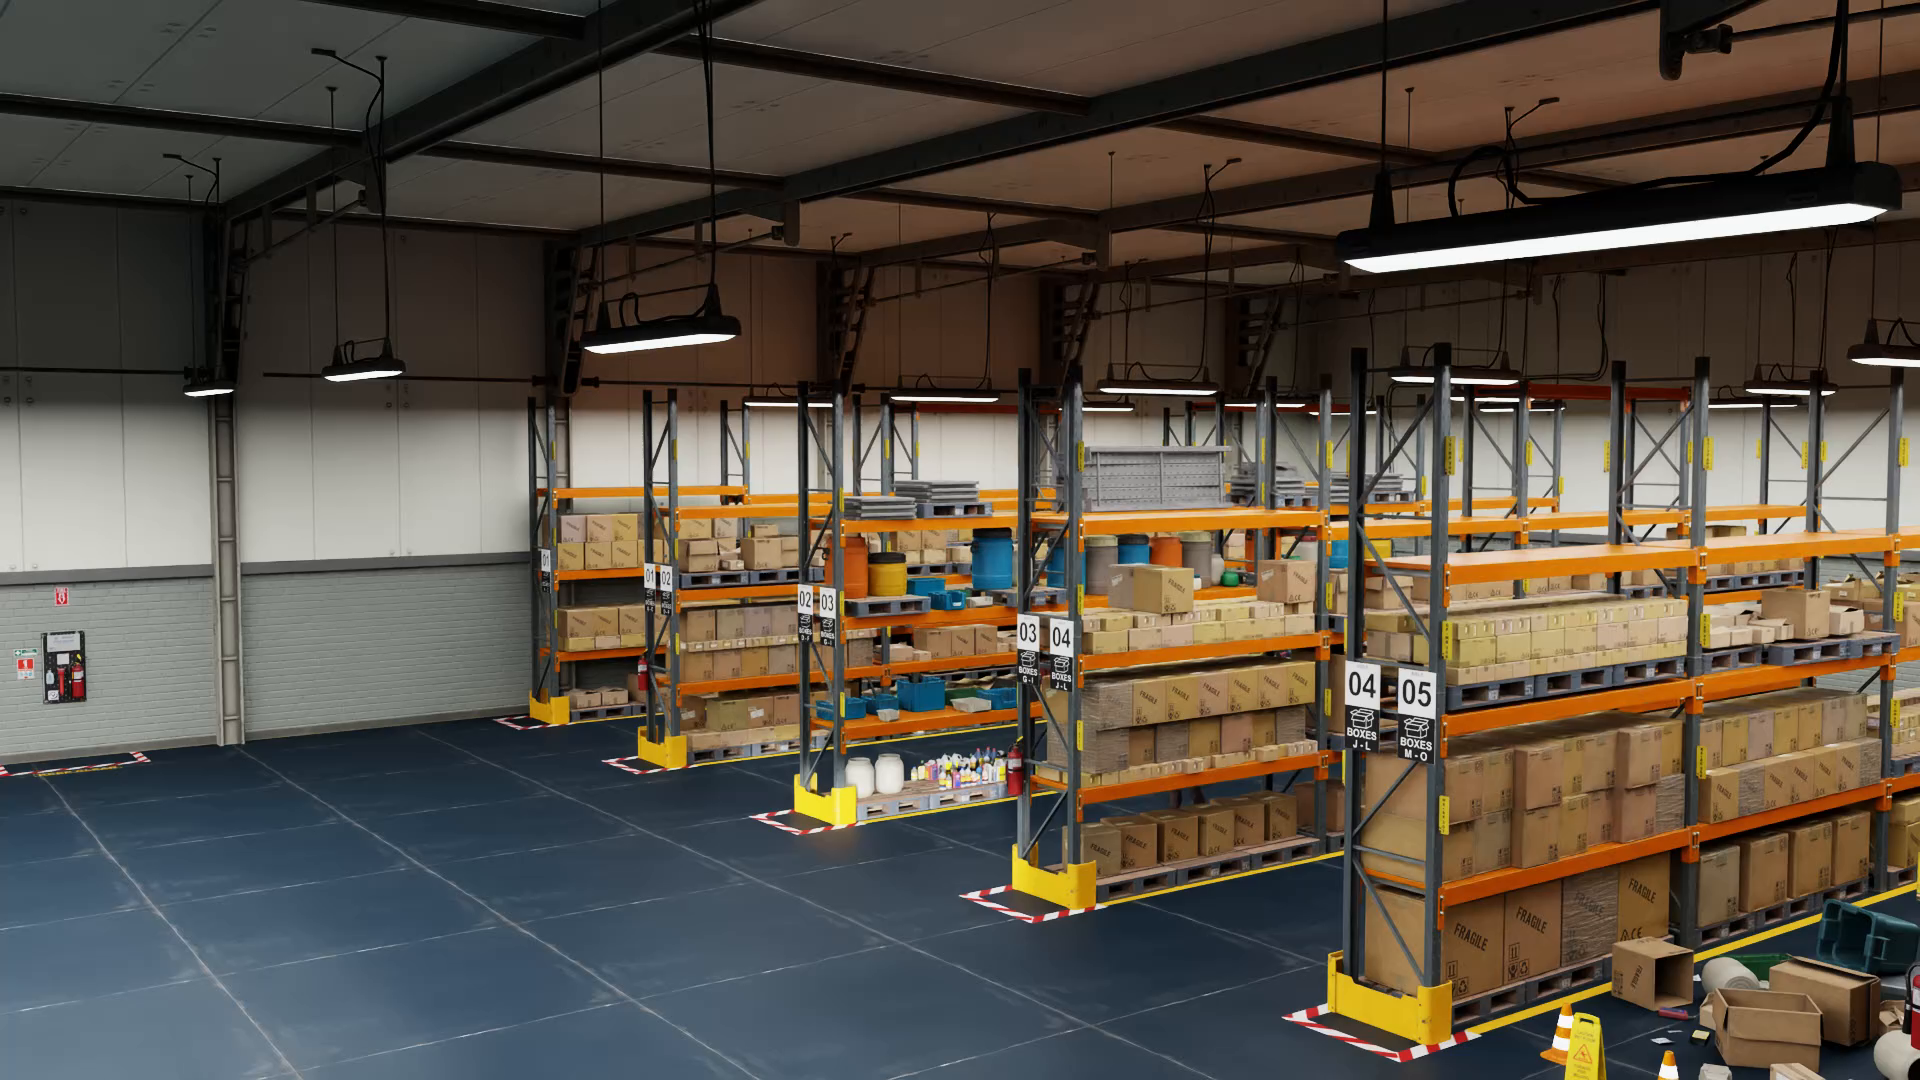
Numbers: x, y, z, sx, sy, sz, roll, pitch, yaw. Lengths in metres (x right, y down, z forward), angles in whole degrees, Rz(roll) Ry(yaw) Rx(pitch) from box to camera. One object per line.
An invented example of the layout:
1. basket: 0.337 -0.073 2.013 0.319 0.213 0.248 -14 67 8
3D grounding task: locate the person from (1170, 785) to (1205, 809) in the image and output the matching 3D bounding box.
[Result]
1. person: 3.031 2.985 22.425 0.671 1.736 0.594 -2 4 -25
